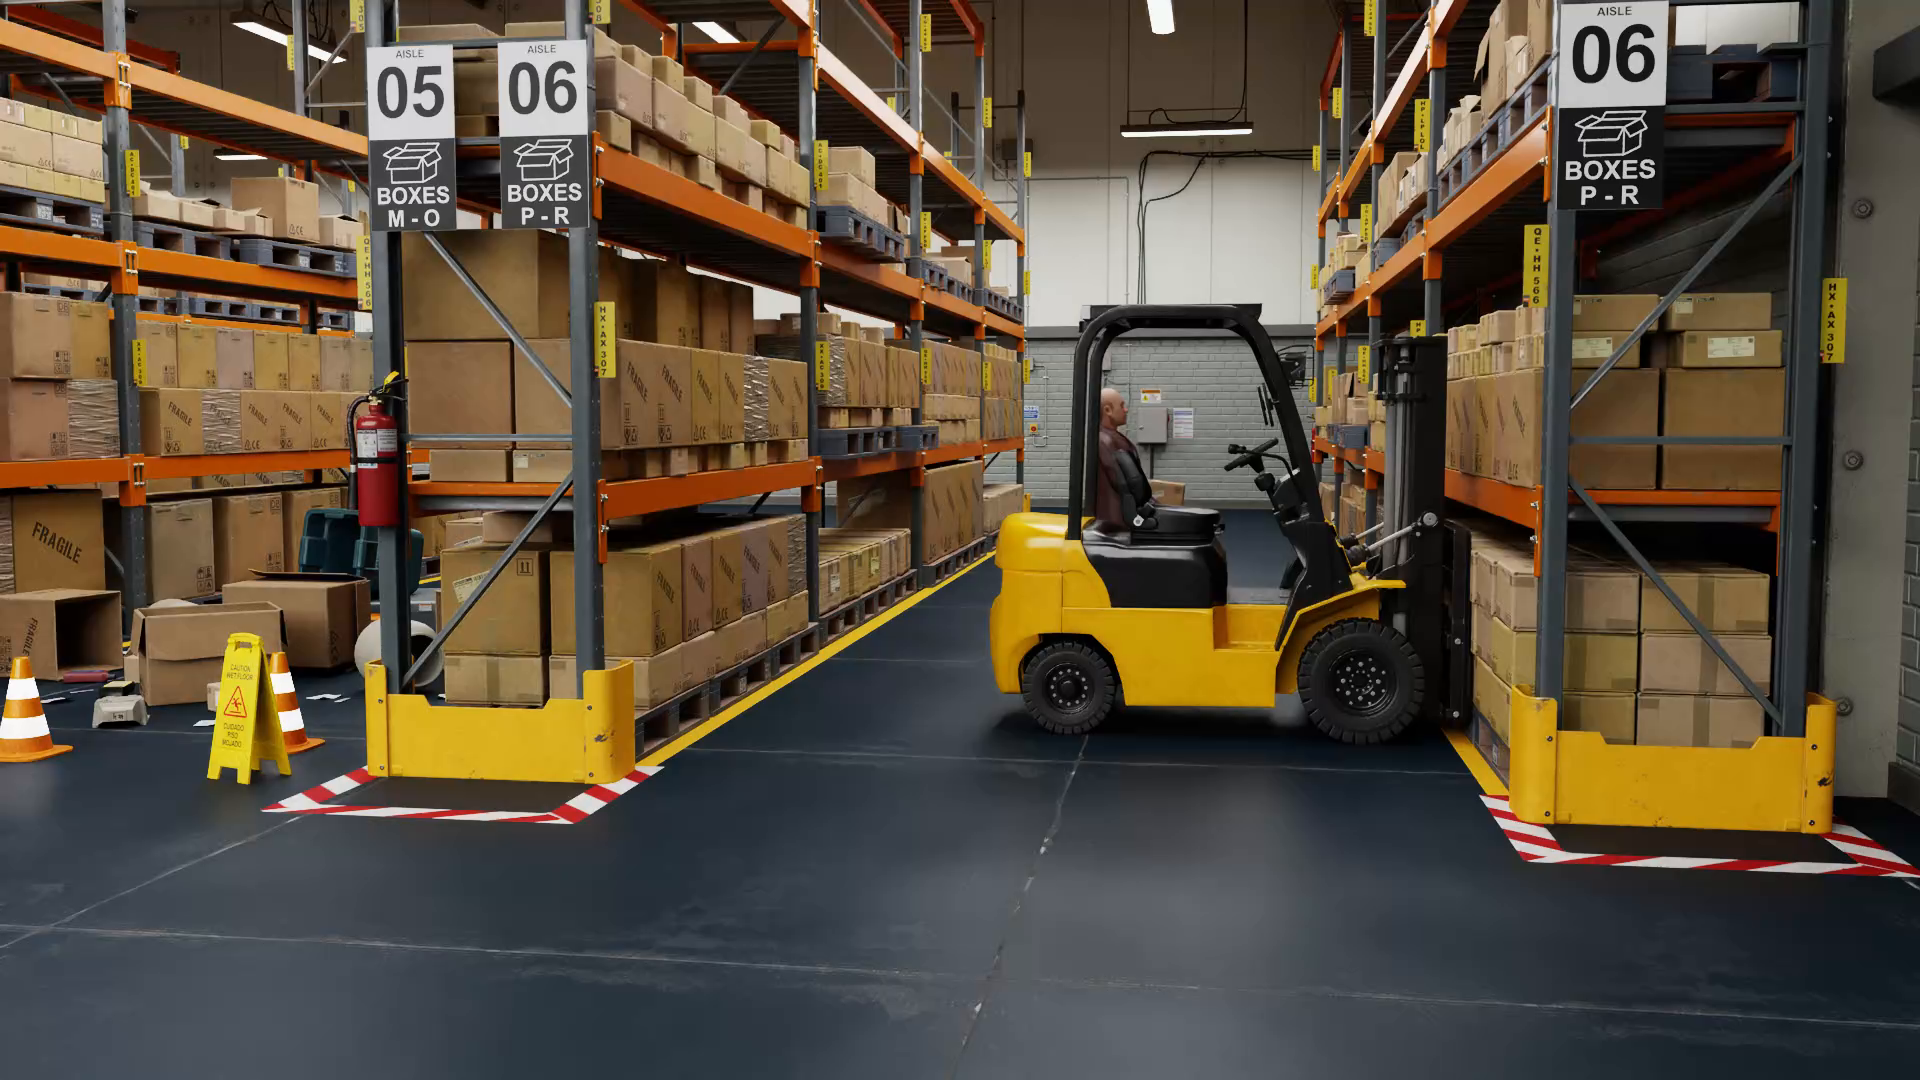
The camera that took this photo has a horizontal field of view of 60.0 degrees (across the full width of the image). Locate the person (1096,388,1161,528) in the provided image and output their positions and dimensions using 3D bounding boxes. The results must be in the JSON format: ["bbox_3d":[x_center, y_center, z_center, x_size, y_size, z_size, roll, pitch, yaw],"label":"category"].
[{"bbox_3d":[1.082,-0.058,10.388,0.561,1.772,0.529,1,4,10],"label":"person"}]
